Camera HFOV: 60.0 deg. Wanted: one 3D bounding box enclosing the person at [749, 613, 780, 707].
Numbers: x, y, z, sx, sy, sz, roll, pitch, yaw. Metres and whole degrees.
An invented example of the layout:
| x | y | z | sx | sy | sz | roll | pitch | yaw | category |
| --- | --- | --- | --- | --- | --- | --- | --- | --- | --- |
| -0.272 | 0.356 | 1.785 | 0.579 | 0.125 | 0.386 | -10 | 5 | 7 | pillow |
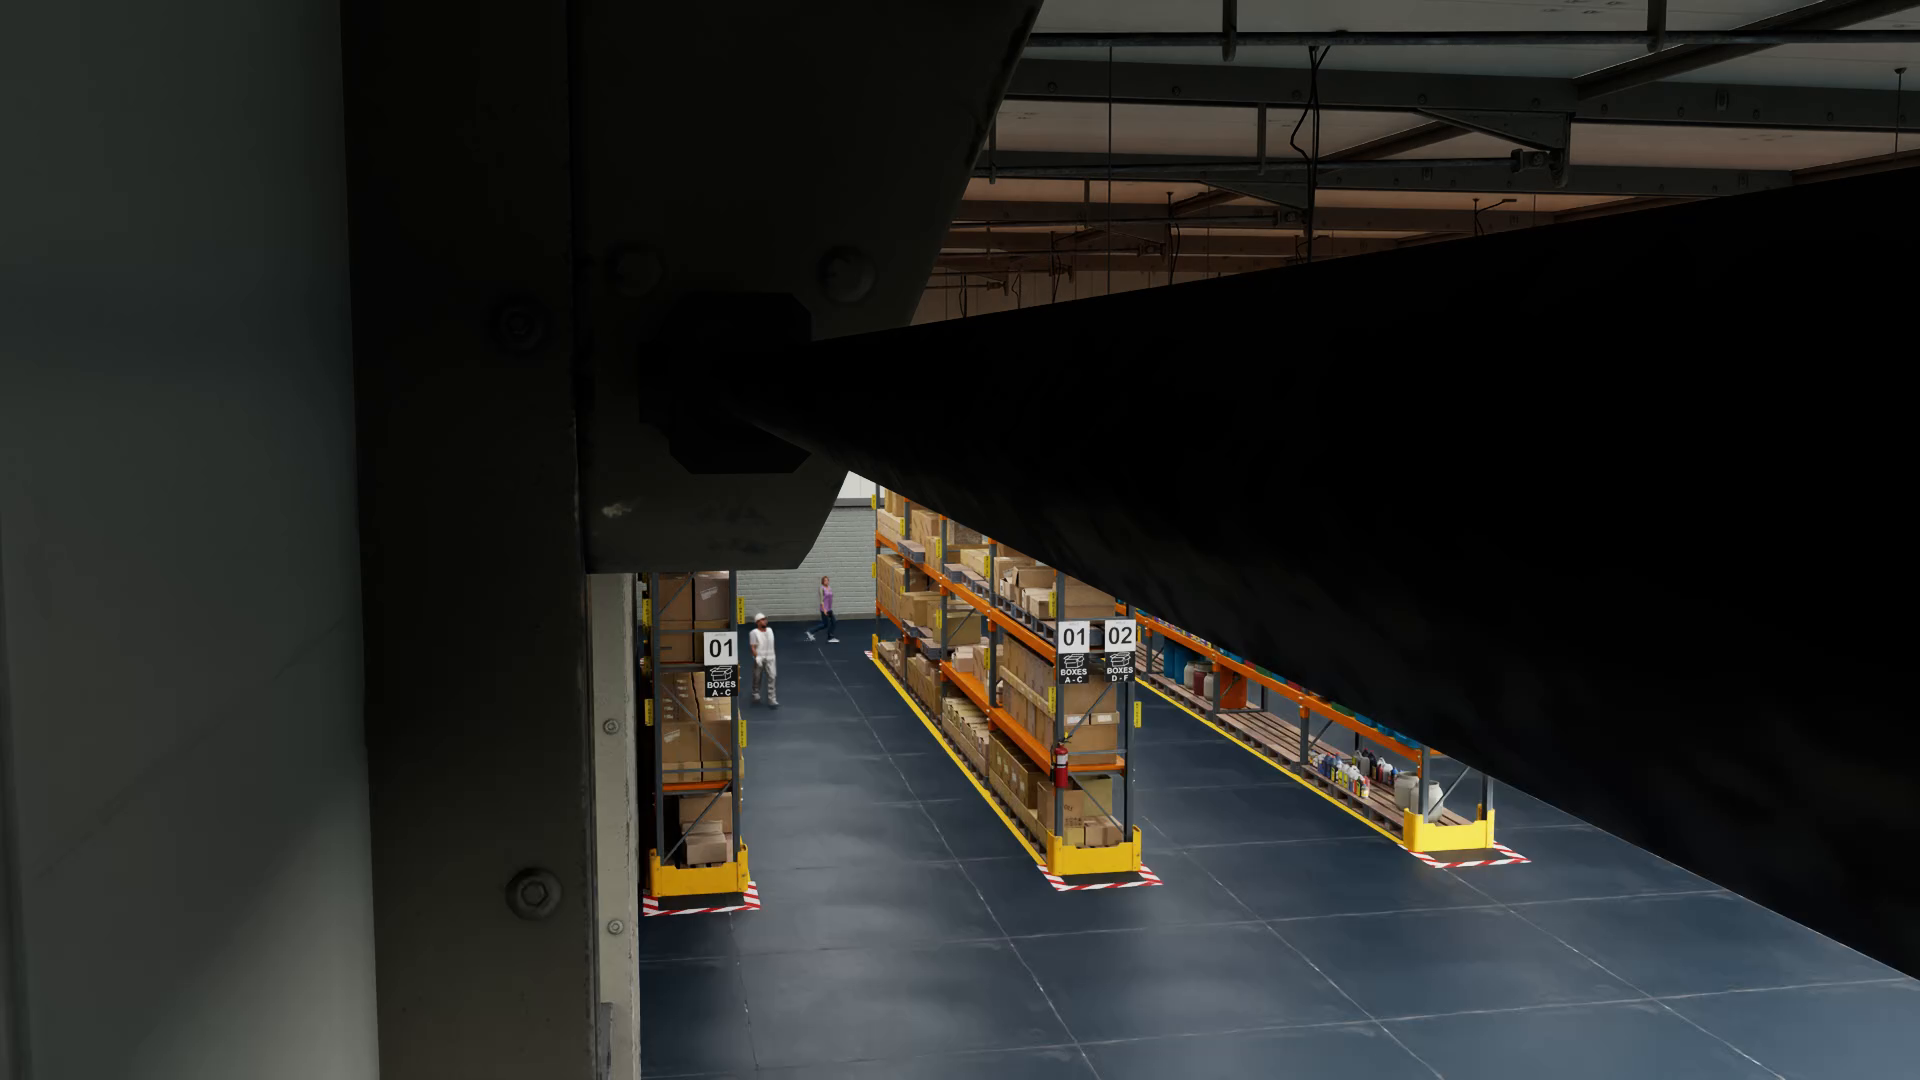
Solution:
| x | y | z | sx | sy | sz | roll | pitch | yaw | category |
| --- | --- | --- | --- | --- | --- | --- | --- | --- | --- |
| -3.695 | 2.252 | 31.341 | 0.562 | 1.722 | 1.069 | -2 | 6 | -18 | person |

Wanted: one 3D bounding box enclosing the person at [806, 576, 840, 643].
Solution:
| x | y | z | sx | sy | sz | roll | pitch | yaw | category |
| --- | --- | --- | --- | --- | --- | --- | --- | --- | --- |
| -3.162 | 1.607 | 38.400 | 0.760 | 1.552 | 0.470 | 0 | 6 | 3 | person |
